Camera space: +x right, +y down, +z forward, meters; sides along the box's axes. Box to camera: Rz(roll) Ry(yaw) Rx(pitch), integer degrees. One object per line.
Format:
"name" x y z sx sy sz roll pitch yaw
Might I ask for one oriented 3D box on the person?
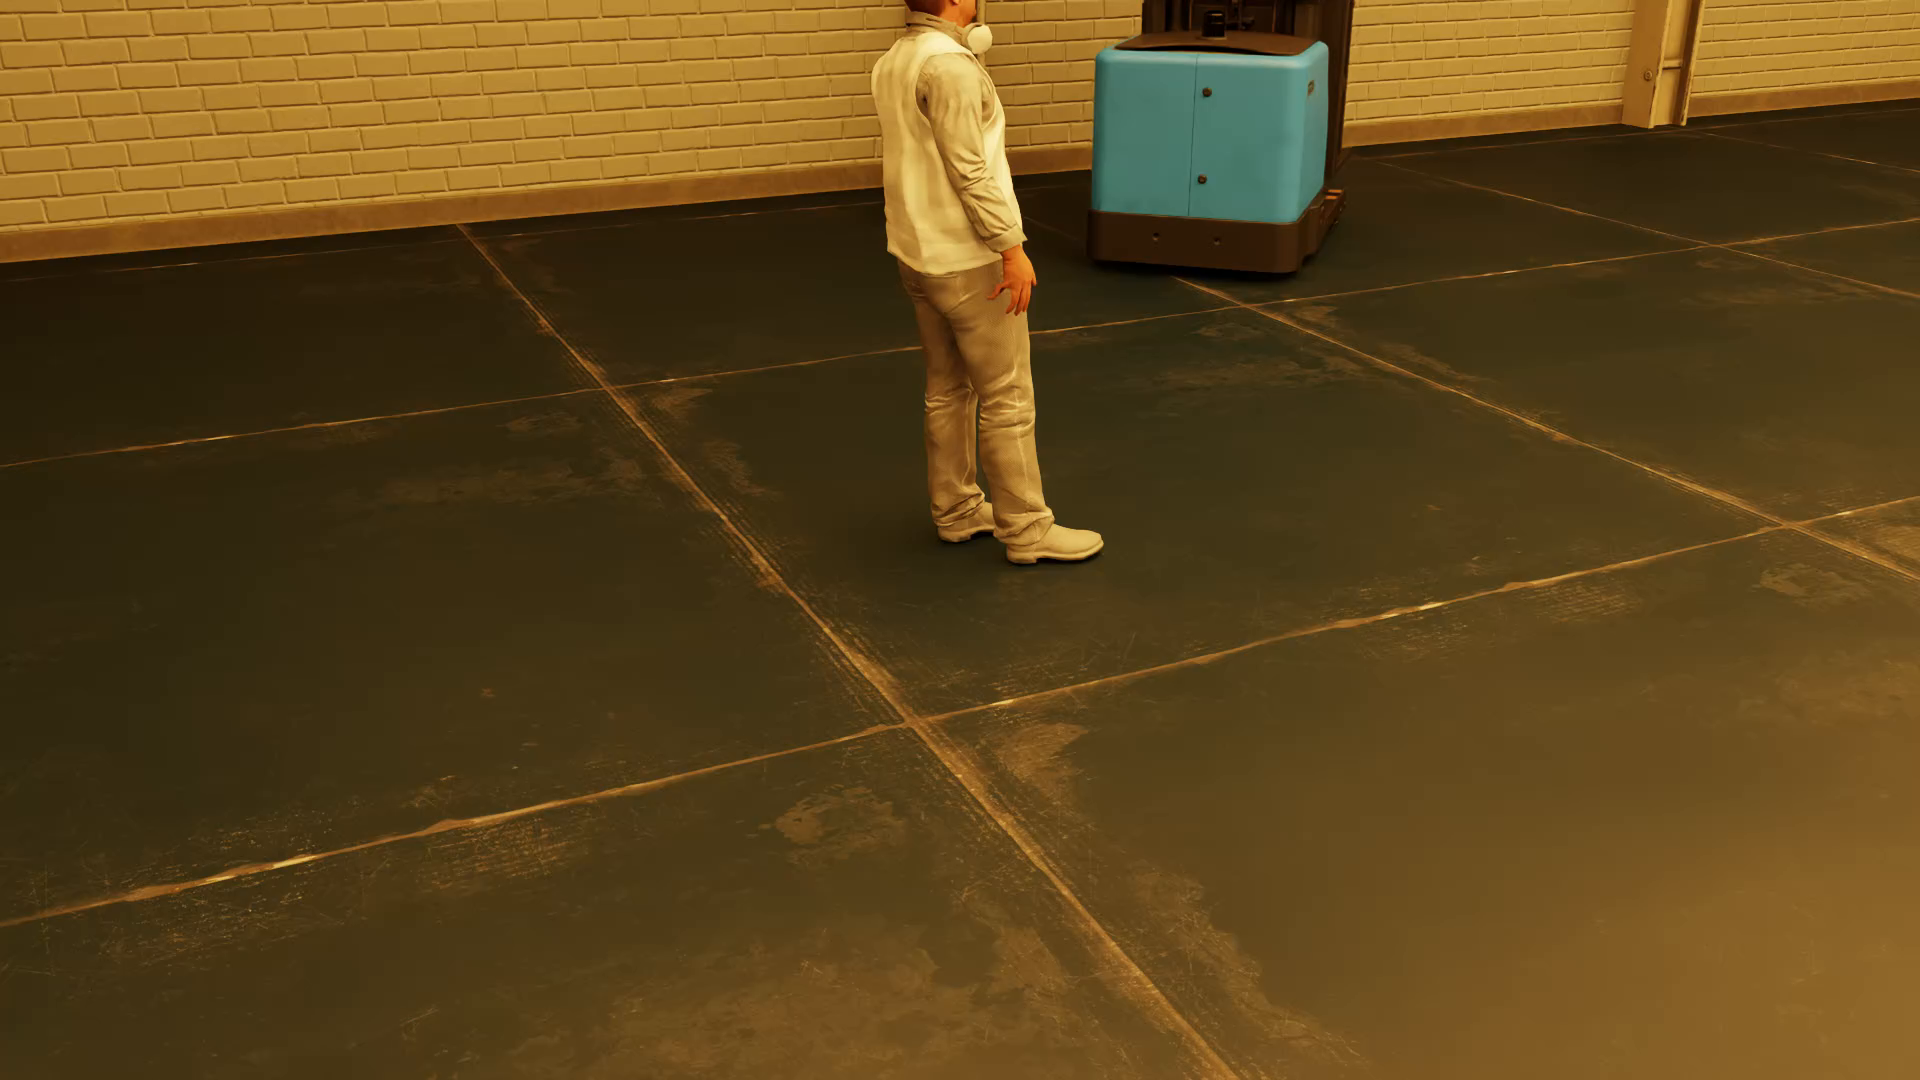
"person" 0.060 -0.833 4.781 0.568 1.773 0.632 -10 25 -23

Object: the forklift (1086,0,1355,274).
"forklift" 1.590 -3.176 8.930 1.130 2.935 3.031 7 24 17
